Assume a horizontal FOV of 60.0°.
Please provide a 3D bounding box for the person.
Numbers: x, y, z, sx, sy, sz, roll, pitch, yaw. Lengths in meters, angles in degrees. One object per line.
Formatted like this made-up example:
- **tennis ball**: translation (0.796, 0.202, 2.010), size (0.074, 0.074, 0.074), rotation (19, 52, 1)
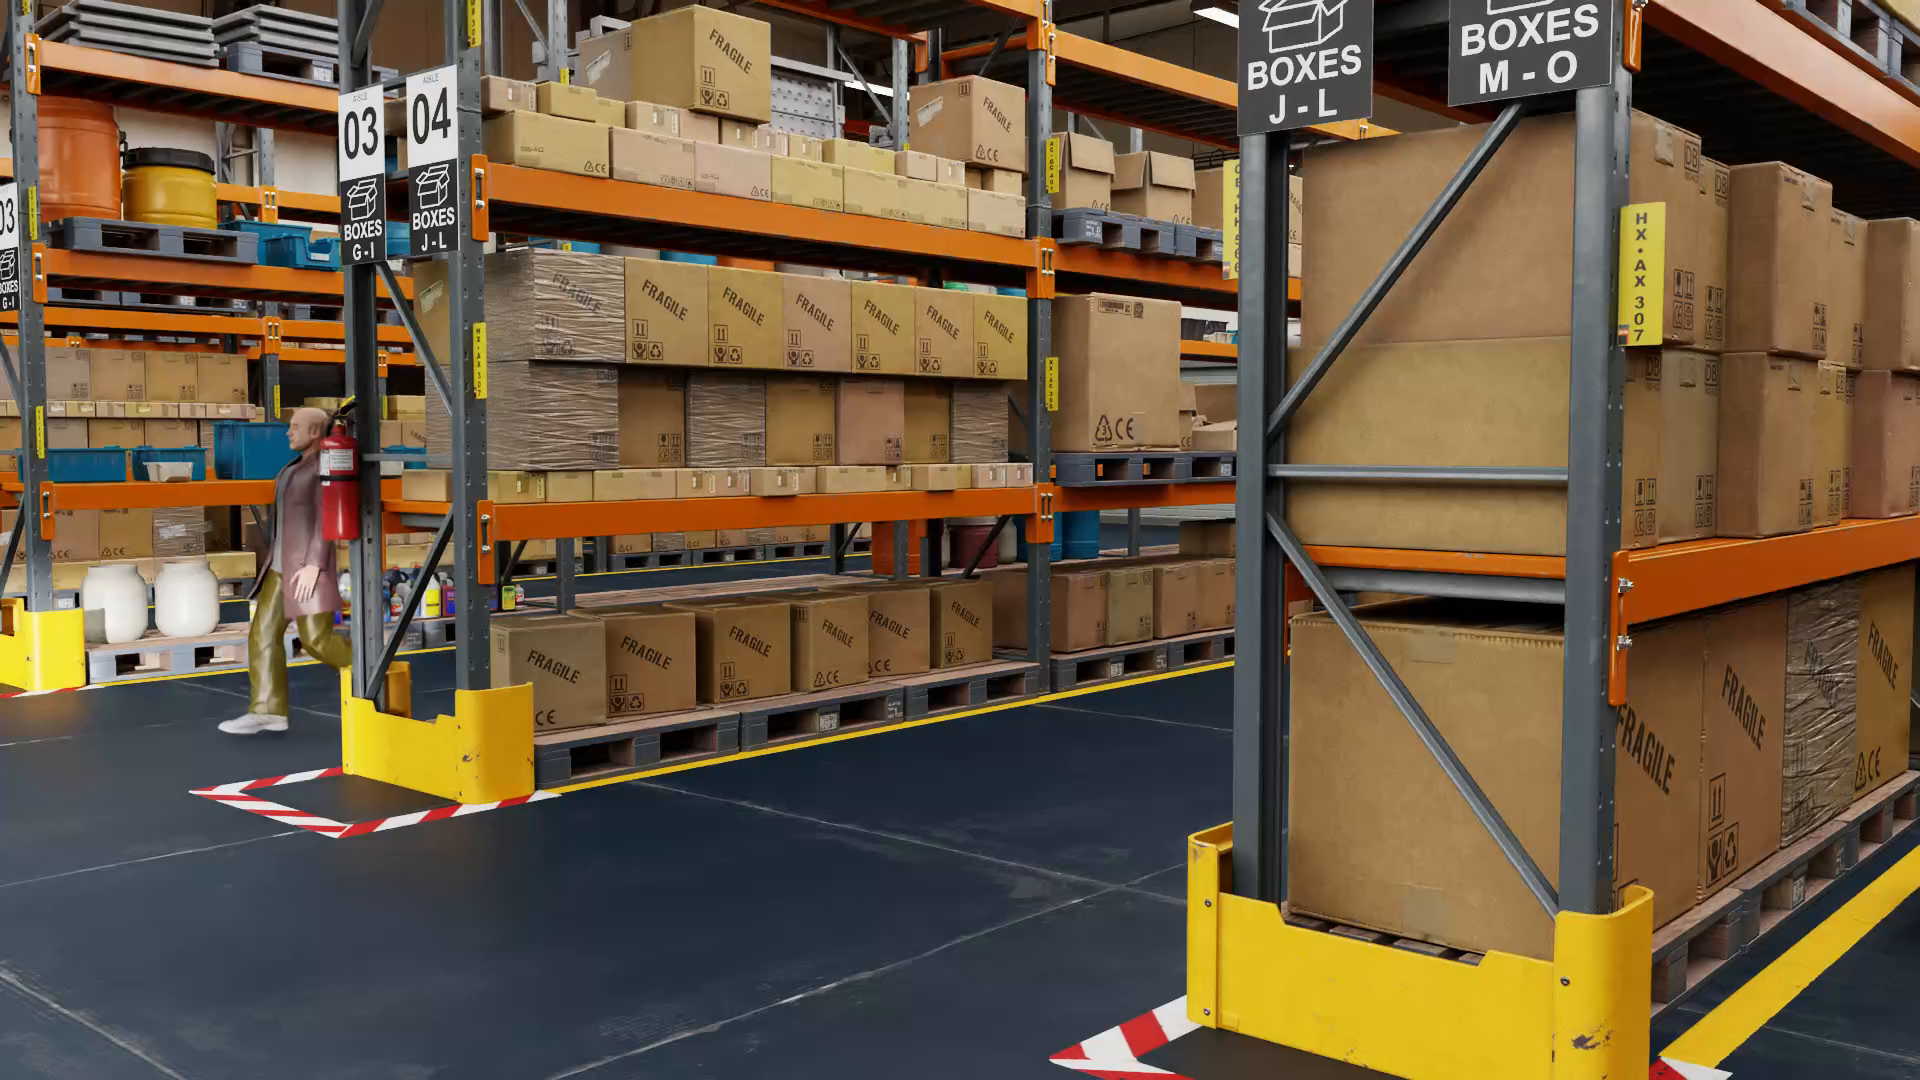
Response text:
- **person**: translation (-3.513, 0.155, 9.009), size (0.590, 1.747, 0.944), rotation (3, 5, 43)
